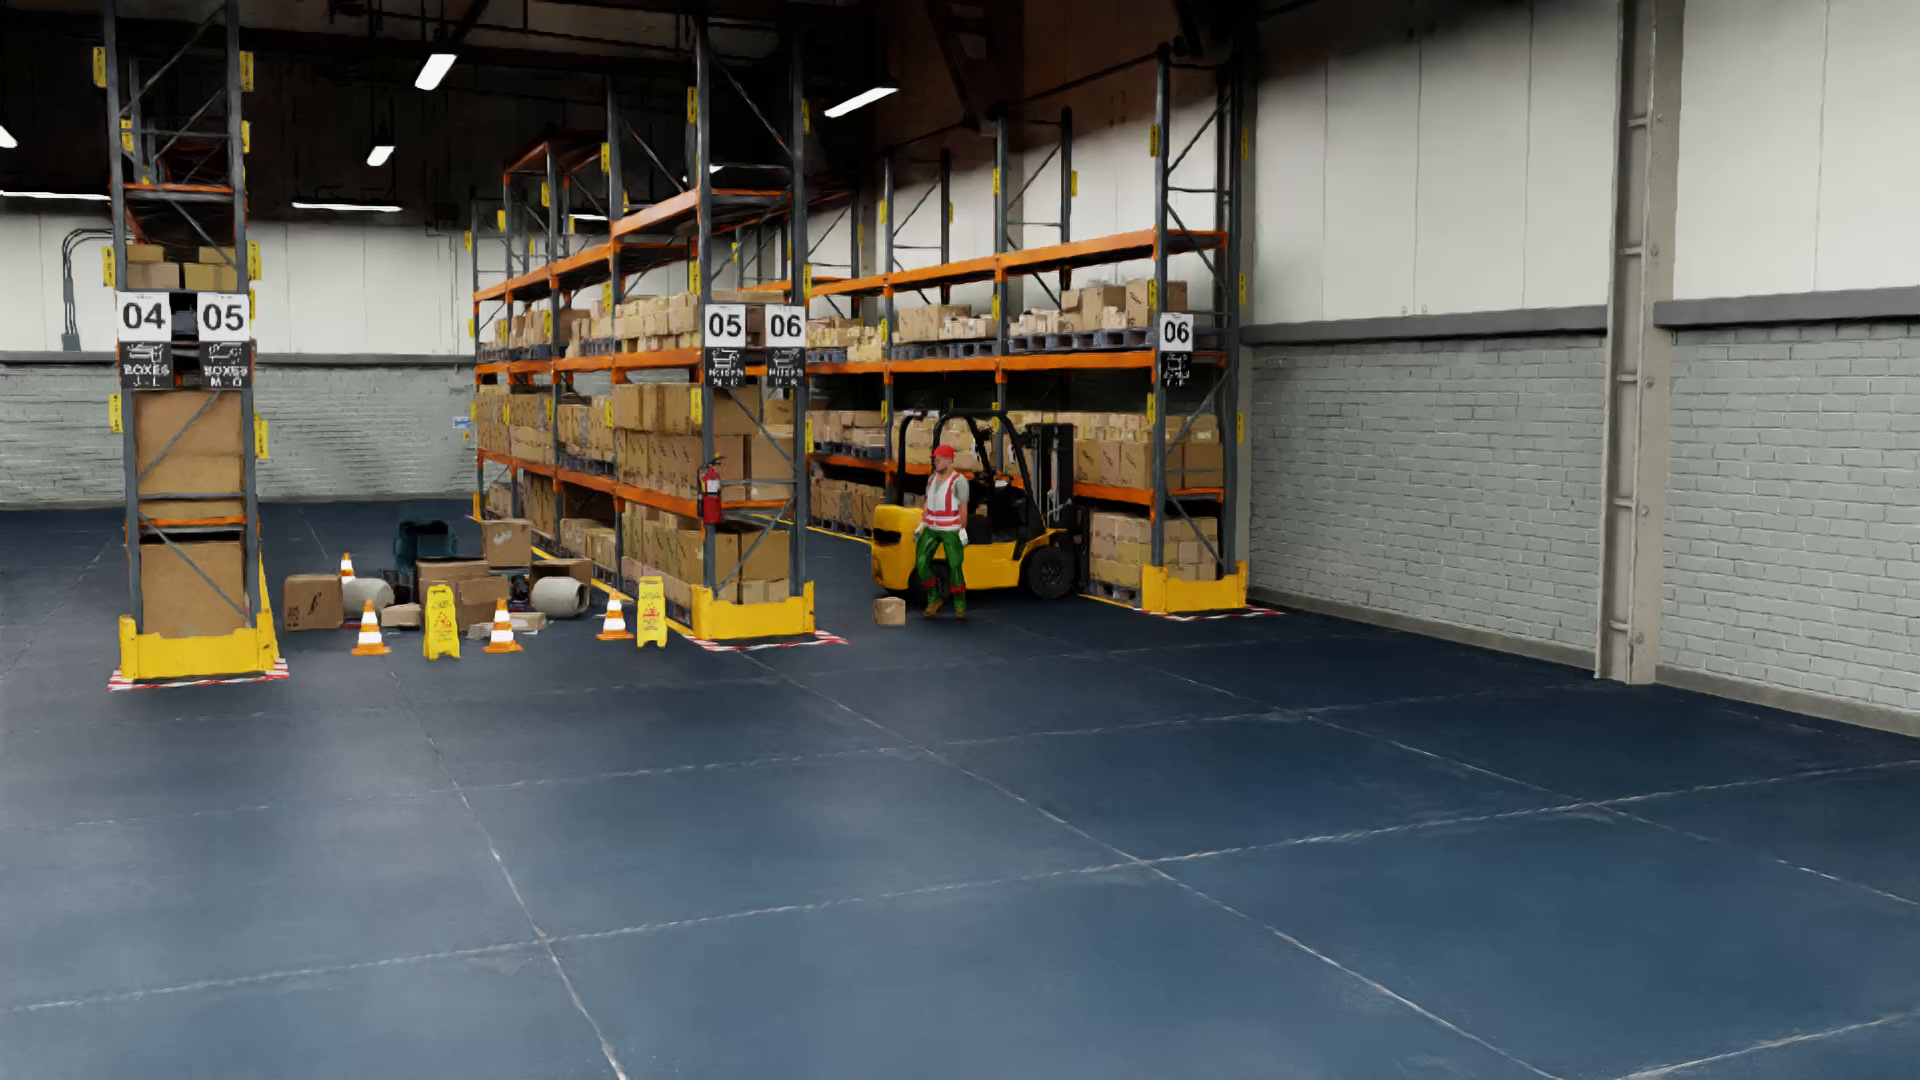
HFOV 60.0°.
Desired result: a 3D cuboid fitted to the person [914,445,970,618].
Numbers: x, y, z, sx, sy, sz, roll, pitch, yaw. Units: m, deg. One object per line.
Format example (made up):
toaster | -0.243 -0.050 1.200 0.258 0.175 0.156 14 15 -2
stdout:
person | -0.186 -0.096 17.243 0.617 1.789 0.373 4 6 35
